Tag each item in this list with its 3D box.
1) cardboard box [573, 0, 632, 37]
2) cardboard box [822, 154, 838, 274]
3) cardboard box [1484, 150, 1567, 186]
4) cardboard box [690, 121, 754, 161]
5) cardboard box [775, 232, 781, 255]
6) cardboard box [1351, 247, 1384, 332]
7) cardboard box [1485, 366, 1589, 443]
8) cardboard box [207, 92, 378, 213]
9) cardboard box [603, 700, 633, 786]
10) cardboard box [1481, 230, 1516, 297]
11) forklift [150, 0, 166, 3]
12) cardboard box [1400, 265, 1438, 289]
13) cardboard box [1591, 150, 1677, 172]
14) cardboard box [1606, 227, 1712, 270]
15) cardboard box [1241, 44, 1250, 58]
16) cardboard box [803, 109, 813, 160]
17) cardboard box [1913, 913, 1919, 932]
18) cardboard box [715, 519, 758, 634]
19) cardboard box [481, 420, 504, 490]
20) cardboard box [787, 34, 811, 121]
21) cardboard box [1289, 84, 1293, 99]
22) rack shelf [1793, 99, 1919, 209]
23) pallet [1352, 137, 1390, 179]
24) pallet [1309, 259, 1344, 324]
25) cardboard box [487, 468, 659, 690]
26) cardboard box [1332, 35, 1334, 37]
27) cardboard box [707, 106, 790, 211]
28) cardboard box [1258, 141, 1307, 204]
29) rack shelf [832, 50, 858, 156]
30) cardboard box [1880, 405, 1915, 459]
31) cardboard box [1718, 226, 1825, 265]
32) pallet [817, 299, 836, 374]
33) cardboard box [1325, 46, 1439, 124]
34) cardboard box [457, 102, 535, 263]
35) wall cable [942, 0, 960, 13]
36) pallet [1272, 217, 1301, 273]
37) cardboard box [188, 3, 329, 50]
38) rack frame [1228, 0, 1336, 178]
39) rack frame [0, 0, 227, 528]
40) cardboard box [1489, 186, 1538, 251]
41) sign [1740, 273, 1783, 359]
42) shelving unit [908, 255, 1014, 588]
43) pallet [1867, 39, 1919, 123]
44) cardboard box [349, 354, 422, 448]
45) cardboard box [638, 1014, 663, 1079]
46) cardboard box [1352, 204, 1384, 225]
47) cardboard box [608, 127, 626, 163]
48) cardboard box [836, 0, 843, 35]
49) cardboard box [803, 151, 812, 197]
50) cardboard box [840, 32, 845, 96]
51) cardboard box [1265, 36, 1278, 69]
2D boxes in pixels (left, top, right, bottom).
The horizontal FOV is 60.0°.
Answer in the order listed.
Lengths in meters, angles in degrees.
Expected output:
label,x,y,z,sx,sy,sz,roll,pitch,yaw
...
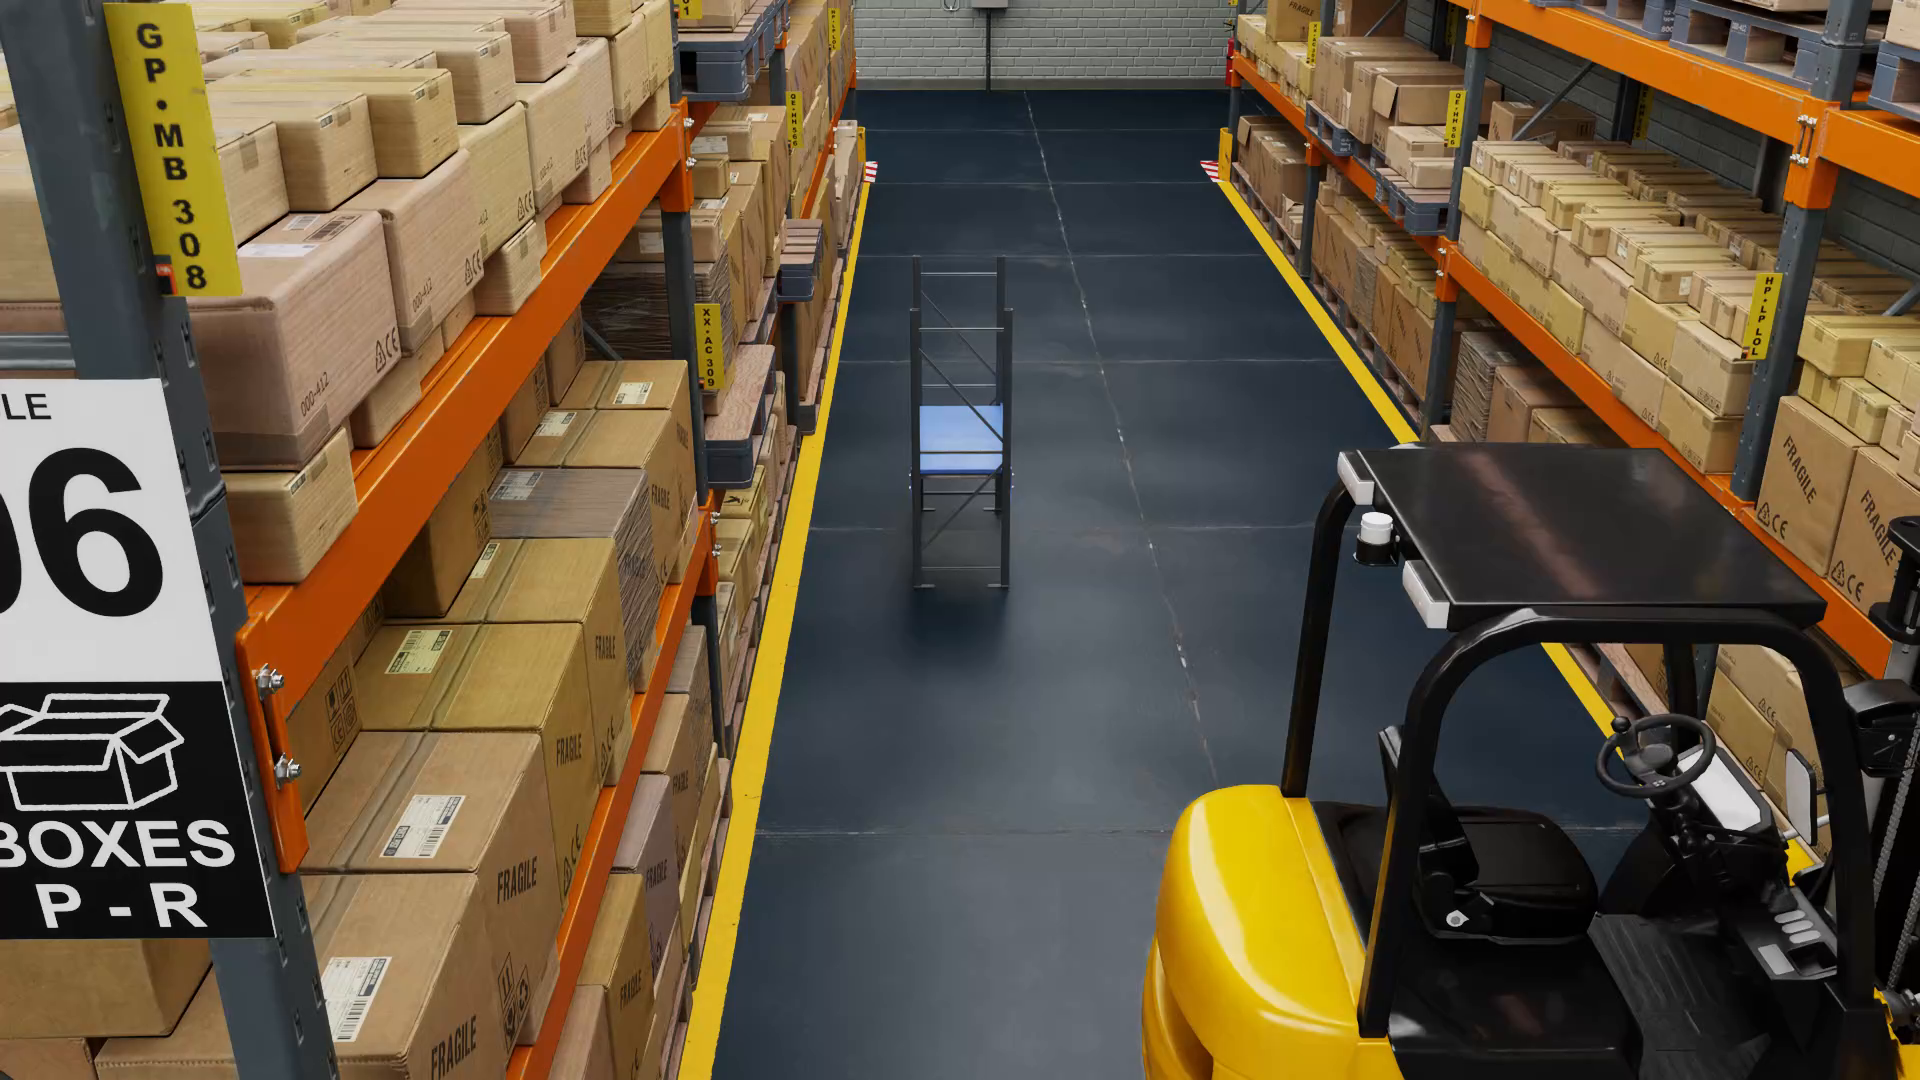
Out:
label,x,y,z,sx,sy,sz,roll,pitch,yaw
cardboard box,-1.121,-1.478,4.575,0.380,0.149,0.250,0,24,1
cardboard box,-1.470,-2.577,13.377,0.875,0.875,0.875,0,24,1
cardboard box,3.164,-2.083,9.308,0.380,0.149,0.250,0,24,1
cardboard box,-1.213,-1.956,8.156,0.380,0.149,0.250,-1,24,-3
cardboard box,-1.156,-1.586,8.913,0.380,0.149,0.250,-1,24,-3
cardboard box,3.203,-1.846,12.216,0.500,0.500,0.500,-1,24,-2
cardboard box,3.459,-0.568,9.238,0.875,0.625,0.625,1,24,1
cardboard box,-1.185,-0.634,2.710,0.380,0.149,0.250,0,24,-1
cardboard box,-1.135,0.563,4.670,0.380,0.149,0.250,0,24,0
cardboard box,3.211,-1.525,9.164,0.500,0.250,0.500,-1,24,-2
forklift,-3.300,-0.903,7.690,1.130,2.935,3.031,0,24,1
cardboard box,3.199,-1.756,11.230,0.380,0.149,0.250,-1,24,-2
cardboard box,3.771,-2.085,9.313,0.380,0.149,0.250,0,24,1
cardboard box,3.225,-1.344,7.673,0.380,0.149,0.250,0,24,0
cardboard box,3.092,-5.030,17.037,0.380,0.149,0.250,0,24,-1
cardboard box,-1.269,-2.749,11.263,0.500,0.250,0.500,0,24,-1
cardboard box,3.192,1.113,5.370,0.500,0.250,0.500,0,24,-1
cardboard box,-1.489,0.181,7.889,0.950,0.372,0.625,1,24,3
cardboard box,-1.719,-0.350,4.687,0.700,0.500,0.500,-1,24,-2
cardboard box,-1.279,-3.084,11.094,0.500,0.500,0.500,0,24,1
cardboard box,3.123,-3.971,14.695,0.380,0.149,0.250,0,24,1
rack shelf,3.516,-0.551,4.062,1.077,0.370,4.000,0,24,-1
pallet,3.425,-2.699,11.810,1.003,0.211,1.213,0,24,-1
pallet,3.453,-2.027,13.477,1.003,0.211,1.213,0,24,-1
cardboard box,-1.193,0.114,4.876,0.500,0.500,0.500,0,24,1
cardboard box,3.644,-4.528,15.443,0.500,0.250,0.500,0,24,-1
cardboard box,-1.230,-2.147,9.366,0.500,0.500,0.500,-1,24,-2
cardboard box,3.151,-3.511,15.896,0.500,0.500,0.500,0,24,0
rack shelf,-1.578,-4.106,15.561,1.077,0.370,4.000,0,24,-1
cardboard box,3.270,-0.331,5.434,0.380,0.149,0.250,0,24,-1
cardboard box,3.744,-1.349,7.684,0.380,0.149,0.250,0,24,-1
pallet,-1.457,-1.517,12.348,1.003,0.211,1.213,0,24,-1
cardboard box,3.194,-3.456,12.621,0.700,0.500,0.500,0,24,0
cardboard box,-1.191,-0.727,3.399,0.500,0.250,0.500,0,24,1
wall cable,-0.267,-8.055,22.187,0.588,1.984,0.122,0,24,-1
pallet,3.400,-2.645,14.843,1.003,0.211,1.213,0,24,-1
cardboard box,-1.693,-1.157,3.865,0.380,0.149,0.250,0,24,0
rack frame,3.363,-5.281,17.287,1.000,3.000,0.127,0,24,-1
rack frame,-1.426,-1.398,1.421,1.000,3.000,0.127,0,24,-1
cardboard box,3.215,-1.754,9.064,0.500,0.250,0.500,0,24,1
sign,2.952,-0.822,6.118,0.100,0.325,0.005,0,24,-1
shelving unit,0.001,-0.648,8.863,0.538,1.500,1.048,0,24,-1
pallet,3.529,-1.312,4.977,1.003,0.211,1.213,0,24,-1
cardboard box,-1.166,-0.272,2.876,0.380,0.149,0.250,0,24,1
cardboard box,-1.175,1.628,4.837,0.500,0.250,0.500,1,24,3
cardboard box,3.256,-2.500,12.873,0.380,0.149,0.250,-1,24,-1
cardboard box,-1.219,-1.227,4.987,0.380,0.149,0.250,0,24,0
cardboard box,-1.313,-4.727,14.727,0.500,0.500,0.500,0,24,0
cardboard box,-1.290,-2.523,11.371,0.500,0.250,0.500,1,24,1
cardboard box,-1.300,-4.262,14.911,0.500,0.500,0.500,0,24,0
cardboard box,3.140,-4.533,15.454,0.500,0.250,0.500,-1,24,-2
